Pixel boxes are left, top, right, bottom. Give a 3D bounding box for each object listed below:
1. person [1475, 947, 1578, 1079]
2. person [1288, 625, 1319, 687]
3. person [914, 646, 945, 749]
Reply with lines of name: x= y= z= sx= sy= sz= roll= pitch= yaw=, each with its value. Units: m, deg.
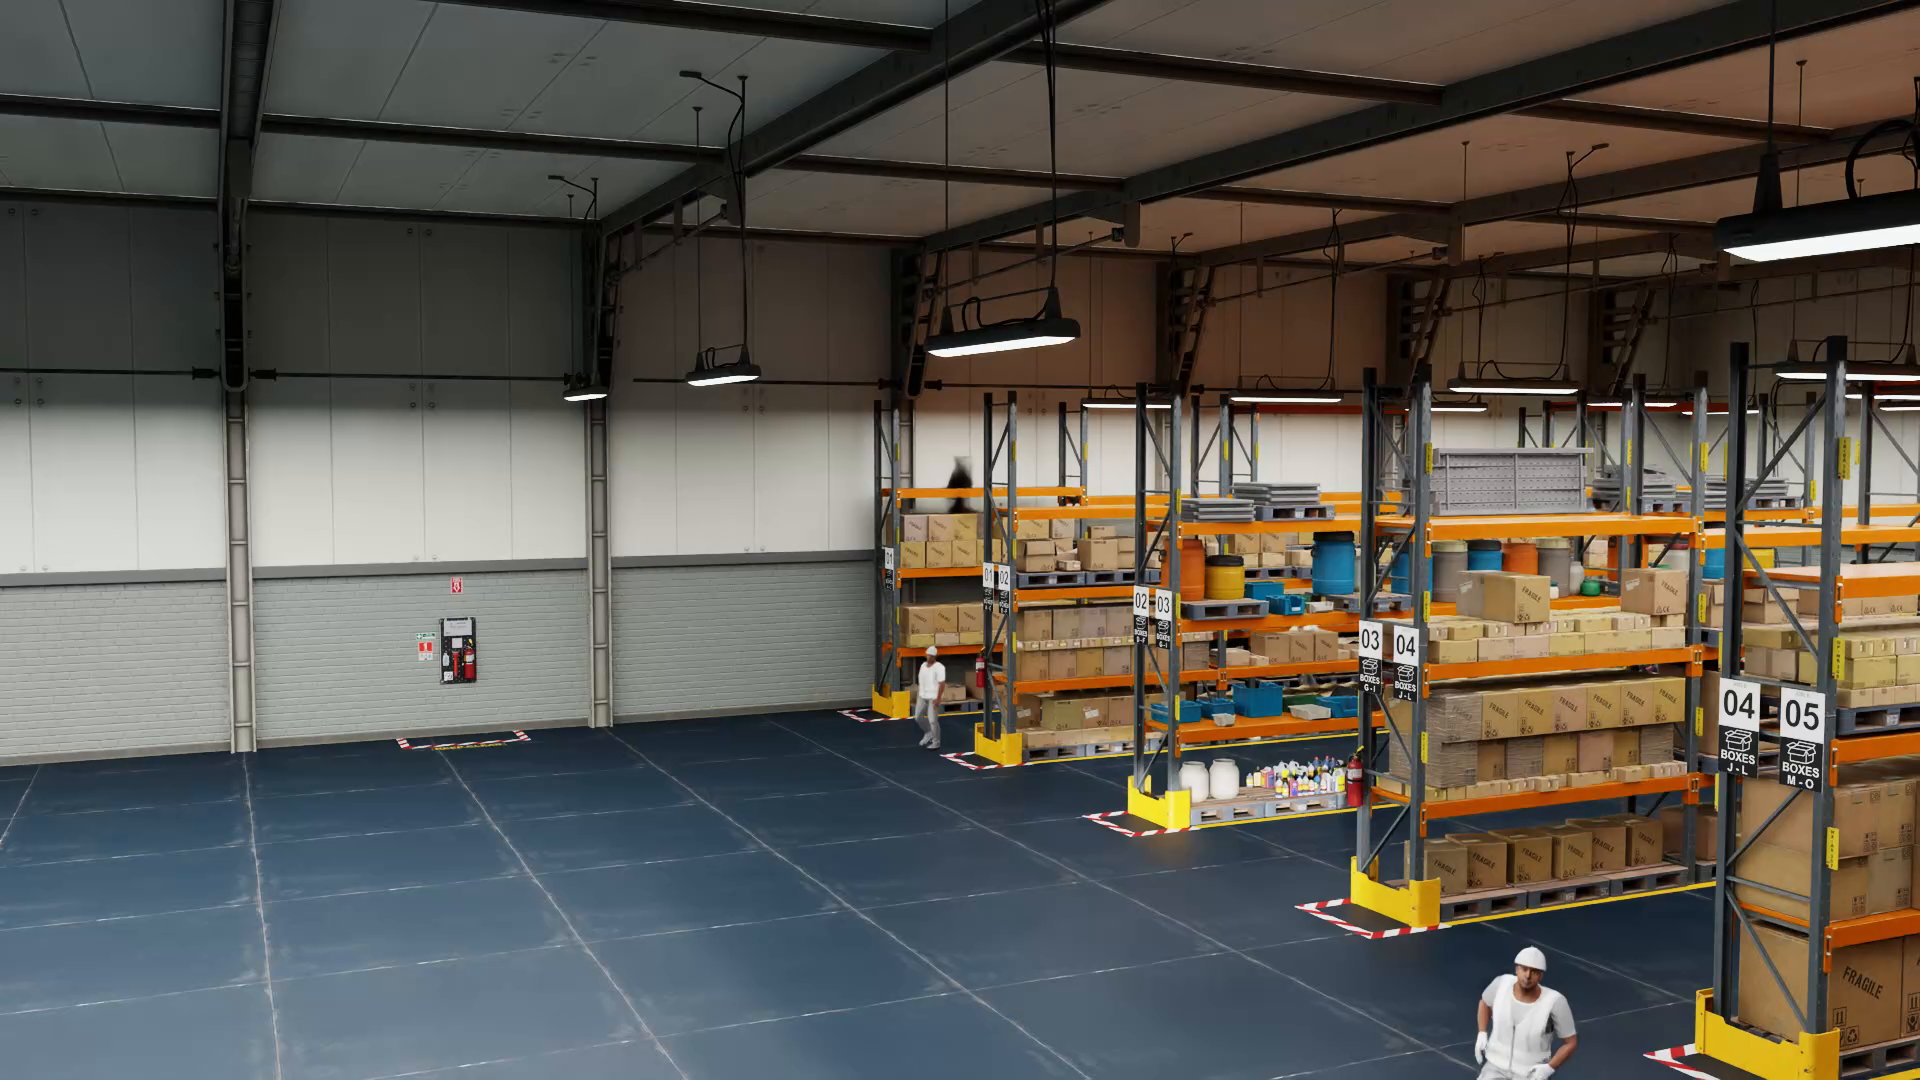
person: x=3.886 y=3.635 z=11.528 sx=0.769 sy=1.707 sz=0.552 roll=2 pitch=4 yaw=31
person: x=6.974 y=2.340 z=33.554 sx=0.708 sy=1.757 sz=1.067 roll=3 pitch=5 yaw=44
person: x=-0.497 y=2.645 z=27.981 sx=0.647 sy=1.746 sz=0.477 roll=3 pitch=4 yaw=38
